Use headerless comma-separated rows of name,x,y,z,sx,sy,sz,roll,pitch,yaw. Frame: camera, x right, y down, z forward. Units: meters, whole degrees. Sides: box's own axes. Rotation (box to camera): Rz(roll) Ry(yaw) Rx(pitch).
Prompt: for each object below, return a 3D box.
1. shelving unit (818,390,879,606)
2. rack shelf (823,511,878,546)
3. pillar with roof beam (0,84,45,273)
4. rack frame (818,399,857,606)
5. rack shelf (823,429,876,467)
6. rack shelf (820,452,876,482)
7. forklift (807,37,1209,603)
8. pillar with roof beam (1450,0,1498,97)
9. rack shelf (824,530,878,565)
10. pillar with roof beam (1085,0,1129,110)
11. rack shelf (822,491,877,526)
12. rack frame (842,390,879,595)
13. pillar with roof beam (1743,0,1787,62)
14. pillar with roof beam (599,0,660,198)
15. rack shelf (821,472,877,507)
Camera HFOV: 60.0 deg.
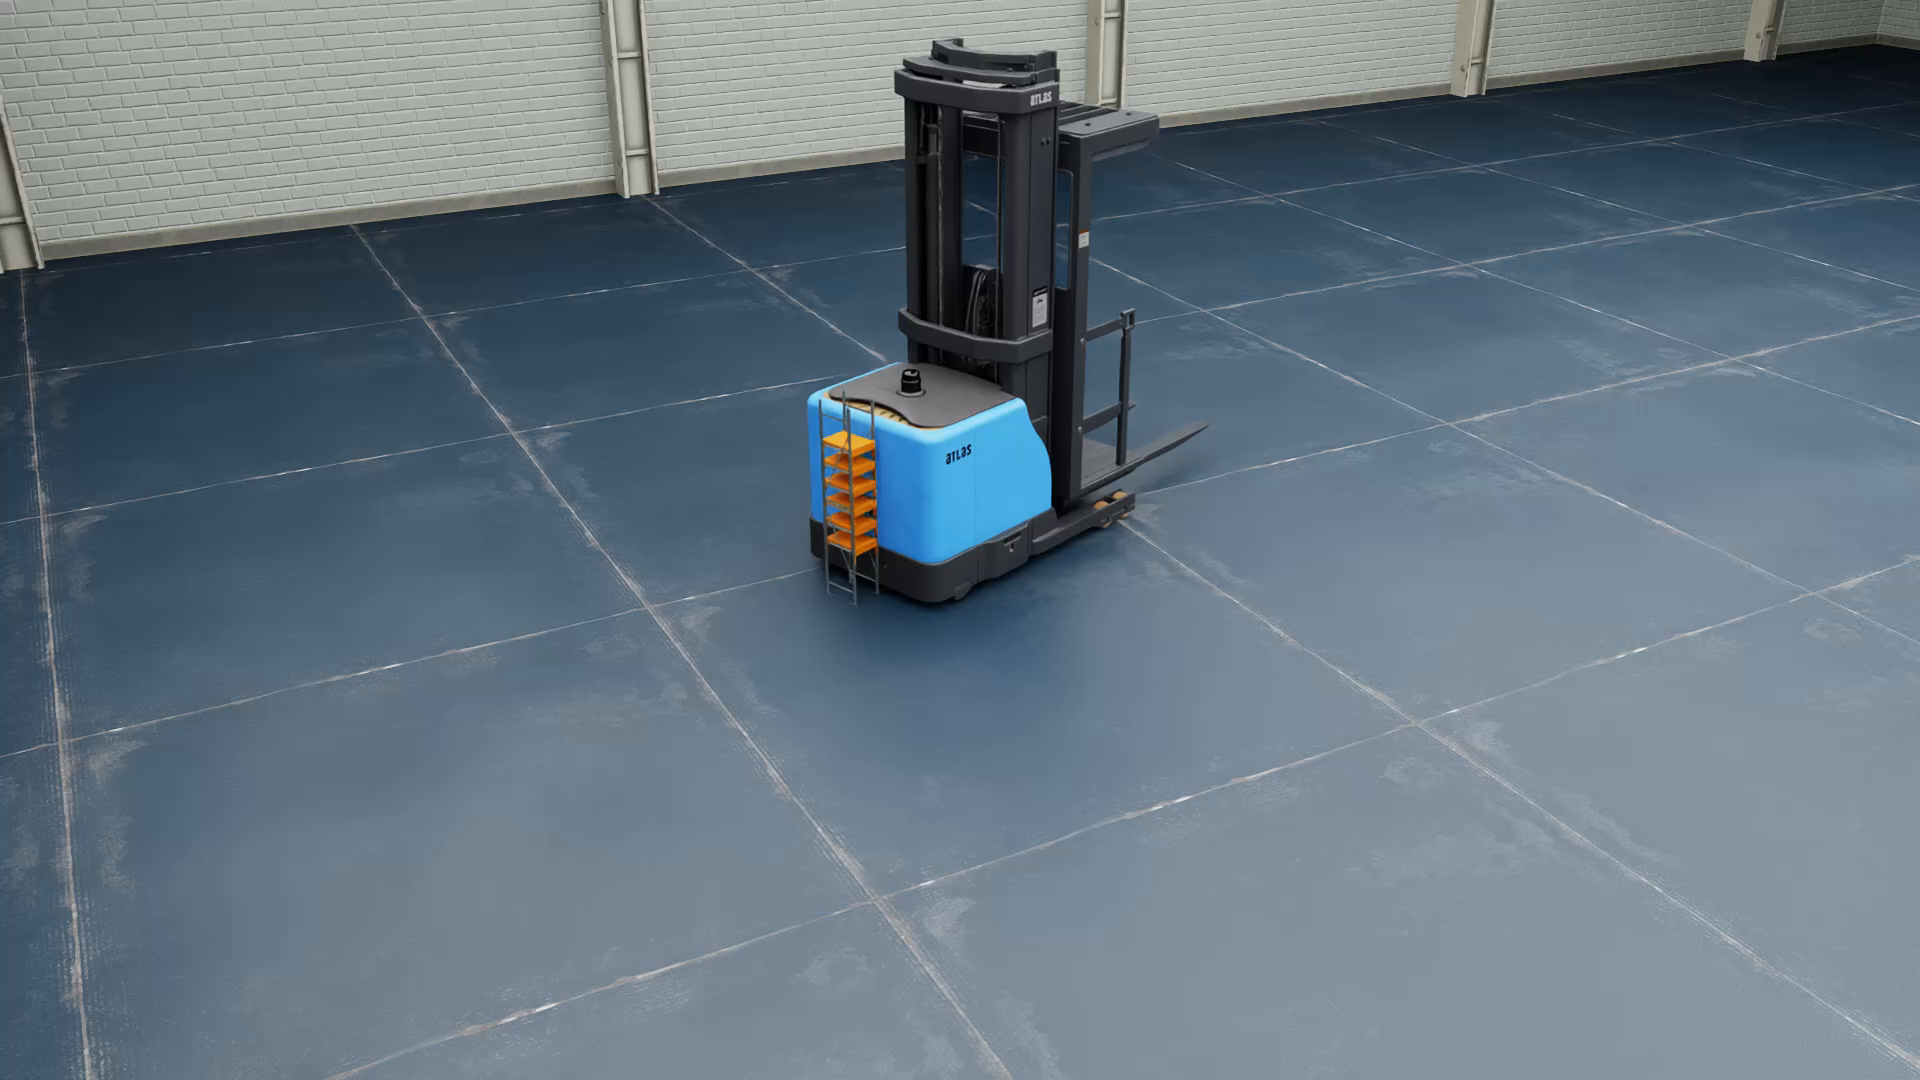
shelving unit,-0.620,-0.226,9.334,0.258,1.200,0.189,21,33,37
rack shelf,-0.619,-0.078,9.406,0.258,0.103,0.180,21,33,37
pillar with roof beam,-6.781,-4.974,10.213,0.400,9.000,9.100,-13,29,-25
rack frame,-0.680,-0.196,9.272,0.240,1.200,0.006,21,33,37
rack shelf,-0.621,-0.510,9.196,0.258,0.103,0.180,21,33,37
rack shelf,-0.621,-0.402,9.249,0.258,0.103,0.180,21,33,37
forklift,0.461,-1.526,10.042,1.130,2.935,3.031,21,33,37
pillar with roof beam,9.101,-8.640,17.848,0.400,9.000,9.100,-13,29,-25
rack shelf,-0.619,0.030,9.458,0.258,0.103,0.180,21,33,37
pillar with roof beam,3.807,-7.418,15.303,0.400,9.000,9.100,-13,29,-25
rack shelf,-0.620,-0.186,9.353,0.258,0.103,0.180,21,33,37
rack frame,-0.559,-0.256,9.396,0.240,1.200,0.006,21,33,37
pillar with roof beam,14.396,-9.862,20.393,0.400,9.000,9.100,-13,29,-25
pillar with roof beam,-1.487,-6.196,12.758,0.400,9.000,9.100,-13,29,-25
rack shelf,-0.620,-0.294,9.301,0.258,0.103,0.180,21,33,37
